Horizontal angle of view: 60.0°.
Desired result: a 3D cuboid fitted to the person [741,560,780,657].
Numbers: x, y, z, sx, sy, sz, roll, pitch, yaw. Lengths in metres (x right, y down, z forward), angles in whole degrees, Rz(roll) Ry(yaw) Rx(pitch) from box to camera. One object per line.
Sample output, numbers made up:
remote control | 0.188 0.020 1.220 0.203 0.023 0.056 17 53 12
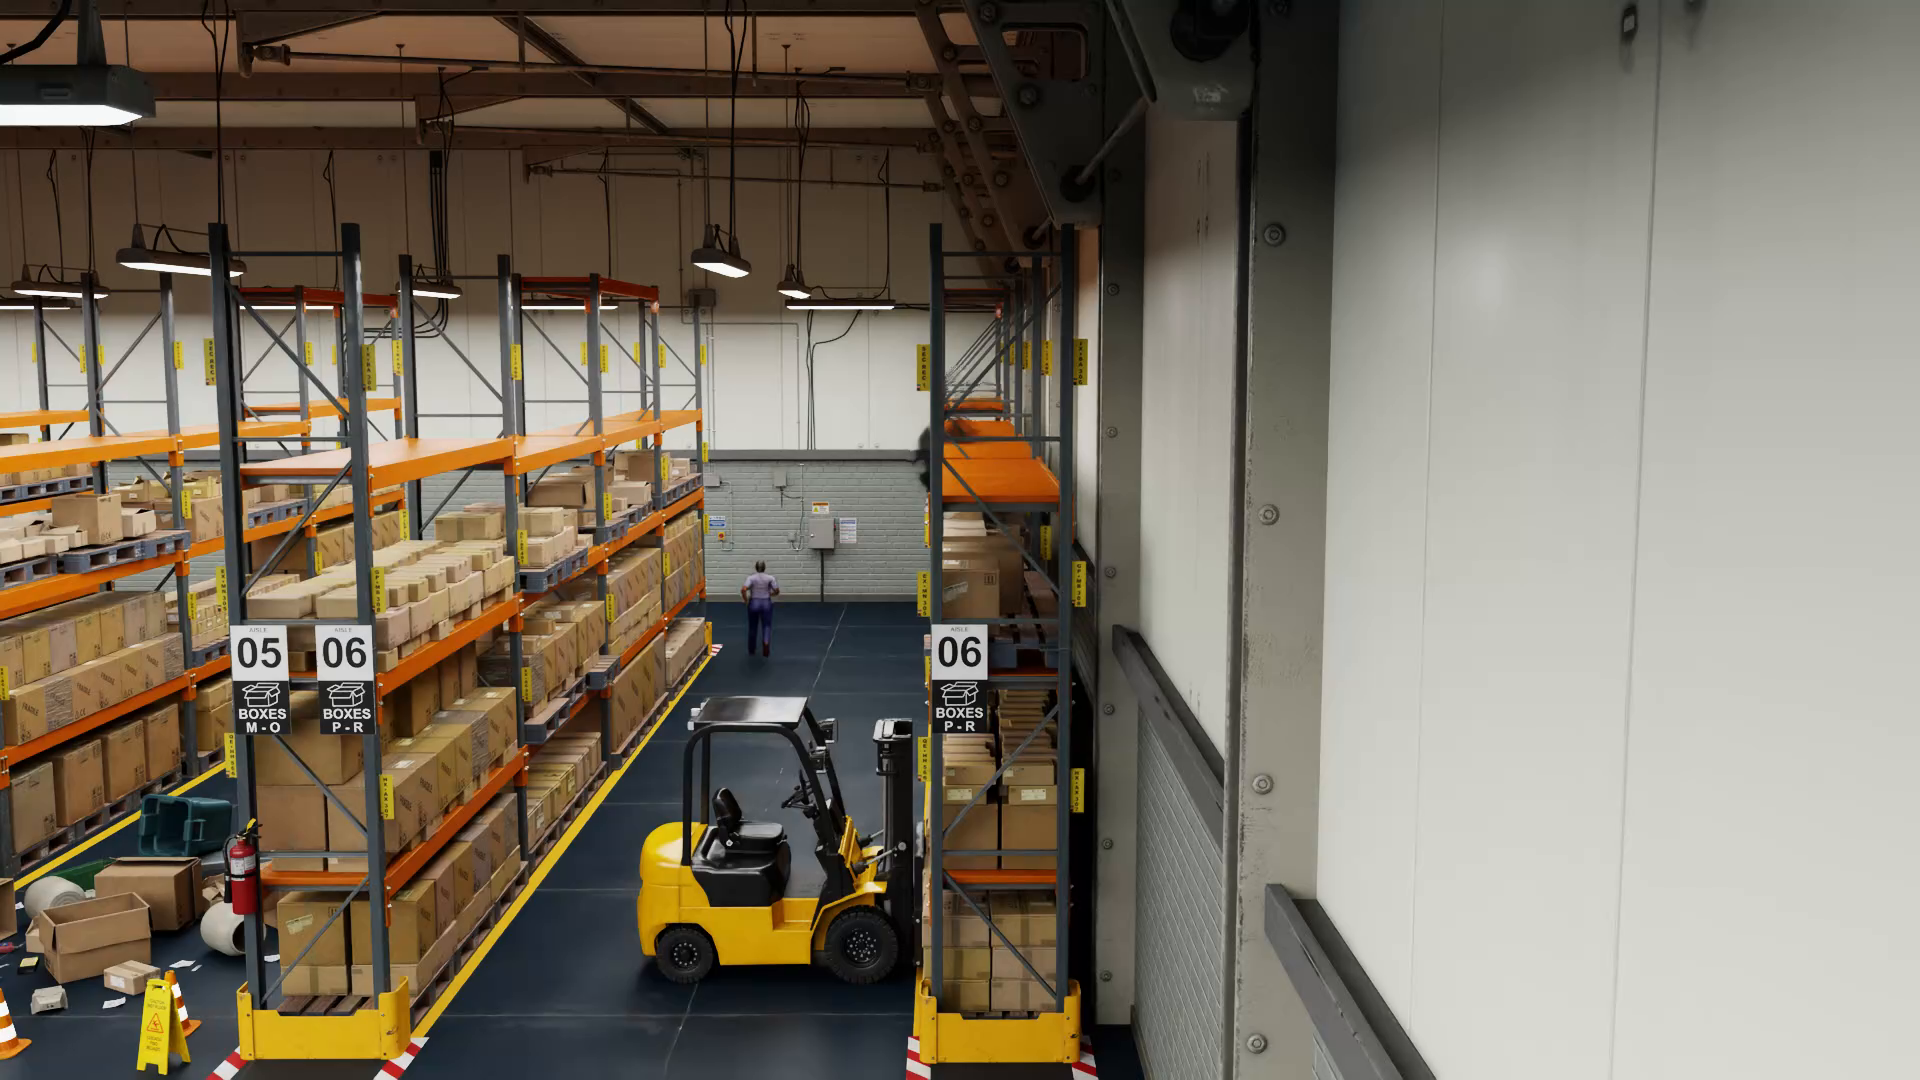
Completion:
person | -3.296 1.144 27.478 0.632 1.640 0.862 -1 7 -7
